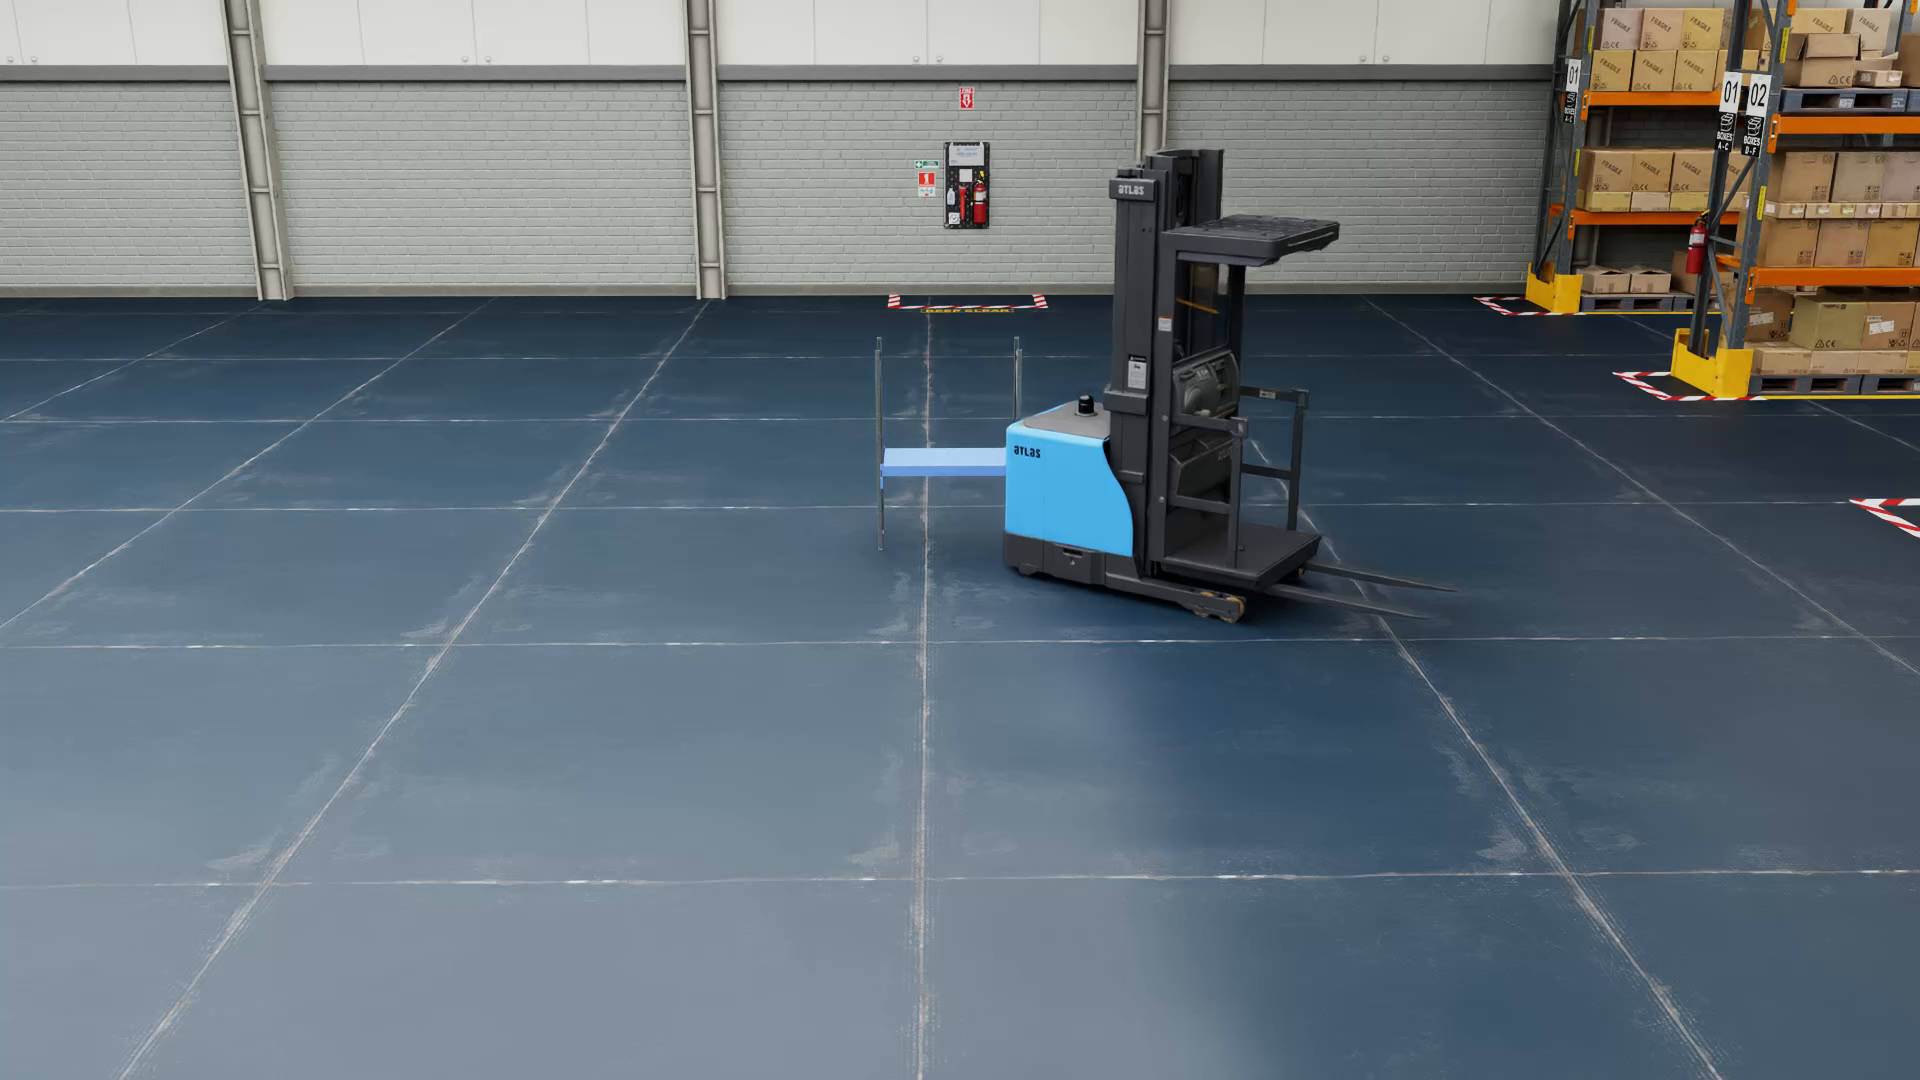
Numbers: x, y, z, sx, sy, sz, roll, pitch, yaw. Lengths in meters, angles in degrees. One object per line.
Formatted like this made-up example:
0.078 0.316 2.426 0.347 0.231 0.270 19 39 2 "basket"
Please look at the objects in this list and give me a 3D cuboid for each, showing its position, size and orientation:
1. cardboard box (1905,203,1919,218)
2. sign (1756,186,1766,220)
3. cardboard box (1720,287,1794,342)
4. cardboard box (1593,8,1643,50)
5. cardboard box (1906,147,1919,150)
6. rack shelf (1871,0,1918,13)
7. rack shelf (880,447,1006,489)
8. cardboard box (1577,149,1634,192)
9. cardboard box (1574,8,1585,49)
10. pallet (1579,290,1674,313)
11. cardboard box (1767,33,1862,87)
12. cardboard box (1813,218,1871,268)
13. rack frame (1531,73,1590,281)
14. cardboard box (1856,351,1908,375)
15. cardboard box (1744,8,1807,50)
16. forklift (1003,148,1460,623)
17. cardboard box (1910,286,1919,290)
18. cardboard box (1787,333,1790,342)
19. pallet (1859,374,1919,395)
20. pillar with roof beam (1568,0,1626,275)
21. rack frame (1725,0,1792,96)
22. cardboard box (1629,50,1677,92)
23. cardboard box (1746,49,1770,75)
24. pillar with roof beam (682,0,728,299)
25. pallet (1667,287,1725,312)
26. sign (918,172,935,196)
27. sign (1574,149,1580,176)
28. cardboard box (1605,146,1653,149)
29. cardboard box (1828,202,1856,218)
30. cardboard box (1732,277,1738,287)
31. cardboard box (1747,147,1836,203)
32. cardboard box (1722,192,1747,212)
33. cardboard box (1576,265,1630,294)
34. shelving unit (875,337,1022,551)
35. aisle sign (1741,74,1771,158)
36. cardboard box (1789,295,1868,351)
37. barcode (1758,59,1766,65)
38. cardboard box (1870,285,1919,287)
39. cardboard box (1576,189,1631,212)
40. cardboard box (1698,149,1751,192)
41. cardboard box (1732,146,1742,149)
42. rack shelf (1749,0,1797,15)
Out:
9.649 -3.370 16.917 0.250 0.149 0.380 -1 18 -2 "cardboard box"
7.968 -3.351 16.536 0.005 0.325 0.100 0 18 -1 "sign"
8.497 -2.412 17.742 0.500 0.500 0.500 0 18 -1 "cardboard box"
8.273 -6.473 21.071 0.500 0.500 0.500 -2 18 -5 "cardboard box"
10.016 -3.744 17.021 0.500 0.500 0.700 0 18 -1 "cardboard box"
13.883 -6.936 21.270 4.000 0.370 1.077 0 18 -1 "rack shelf"
-0.085 -0.542 12.372 1.000 0.185 0.538 0 18 -1 "rack shelf"
8.366 -4.789 21.552 0.500 0.500 0.500 0 18 -1 "cardboard box"
8.311 -6.627 21.552 0.500 0.500 0.500 1 18 2 "cardboard box"
8.773 -3.249 22.331 1.213 0.211 1.003 0 18 -1 "pallet"
8.540 -4.816 16.654 0.637 0.503 0.797 1 18 3 "cardboard box"
8.958 -3.121 17.201 0.500 0.500 0.700 0 18 1 "cardboard box"
7.884 -4.584 21.926 0.127 3.000 1.000 0 18 -1 "rack frame"
9.505 -1.902 17.380 0.500 0.250 0.500 0 18 -1 "cardboard box"
10.317 -6.468 21.055 0.500 0.500 0.500 -1 18 -3 "cardboard box"
1.815 -1.040 10.993 3.031 2.935 1.130 11 21 32 "forklift"
10.497 -2.426 17.787 0.500 0.500 0.500 0 18 -1 "cardboard box"
8.997 -2.060 17.873 0.500 0.250 0.500 0 18 -1 "cardboard box"
9.947 -1.764 17.702 1.213 0.211 1.003 0 18 -1 "pallet"
8.638 -6.393 17.745 0.400 9.000 9.100 0 18 -1 "pillar with roof beam"
7.966 -5.927 16.293 0.127 3.000 1.000 0 18 -1 "rack frame"
8.760 -5.986 21.190 0.500 0.500 0.500 1 18 3 "cardboard box"
10.323 -5.998 21.226 0.500 0.500 0.500 -1 18 -3 "cardboard box"
-3.361 -6.335 17.564 0.400 9.000 9.100 0 18 -1 "pillar with roof beam"
9.989 -3.254 22.347 1.213 0.211 1.003 0 18 -1 "pallet"
-0.455 -4.868 22.753 0.234 0.329 0.001 0 18 -1 "sign"
7.892 -4.830 21.277 0.005 0.325 0.100 0 18 -1 "sign"
8.855 -4.945 22.039 0.500 0.500 0.500 0 18 0 "cardboard box"
8.875 -3.366 16.905 0.250 0.149 0.380 0 18 -1 "cardboard box"
10.284 -3.453 22.349 0.250 0.149 0.380 -2 18 -5 "cardboard box"
8.486 -3.735 16.992 0.500 0.500 0.700 0 18 -1 "cardboard box"
9.911 -4.436 21.679 0.500 0.250 0.500 0 18 0 "cardboard box"
8.577 -3.489 22.194 0.500 0.311 0.500 -2 18 -7 "cardboard box"
-0.085 -0.714 12.317 1.048 1.500 0.538 0 18 -1 "shelving unit"
7.905 -4.215 16.520 0.004 0.787 0.394 0 18 -1 "aisle sign"
9.005 -2.256 17.256 0.500 0.500 0.500 0 18 -1 "cardboard box"
8.260 -4.924 17.126 0.075 0.075 0.001 0 18 -1 "barcode"
12.619 -3.631 22.327 0.500 0.500 0.700 0 18 1 "cardboard box"
8.377 -4.427 21.650 0.500 0.250 0.500 -1 18 -2 "cardboard box"
9.893 -4.795 21.571 0.500 0.500 0.500 0 18 1 "cardboard box"
10.394 -4.958 22.076 0.500 0.500 0.500 0 18 1 "cardboard box"
9.965 -5.404 16.494 4.000 0.370 1.077 0 18 -1 "rack shelf"
